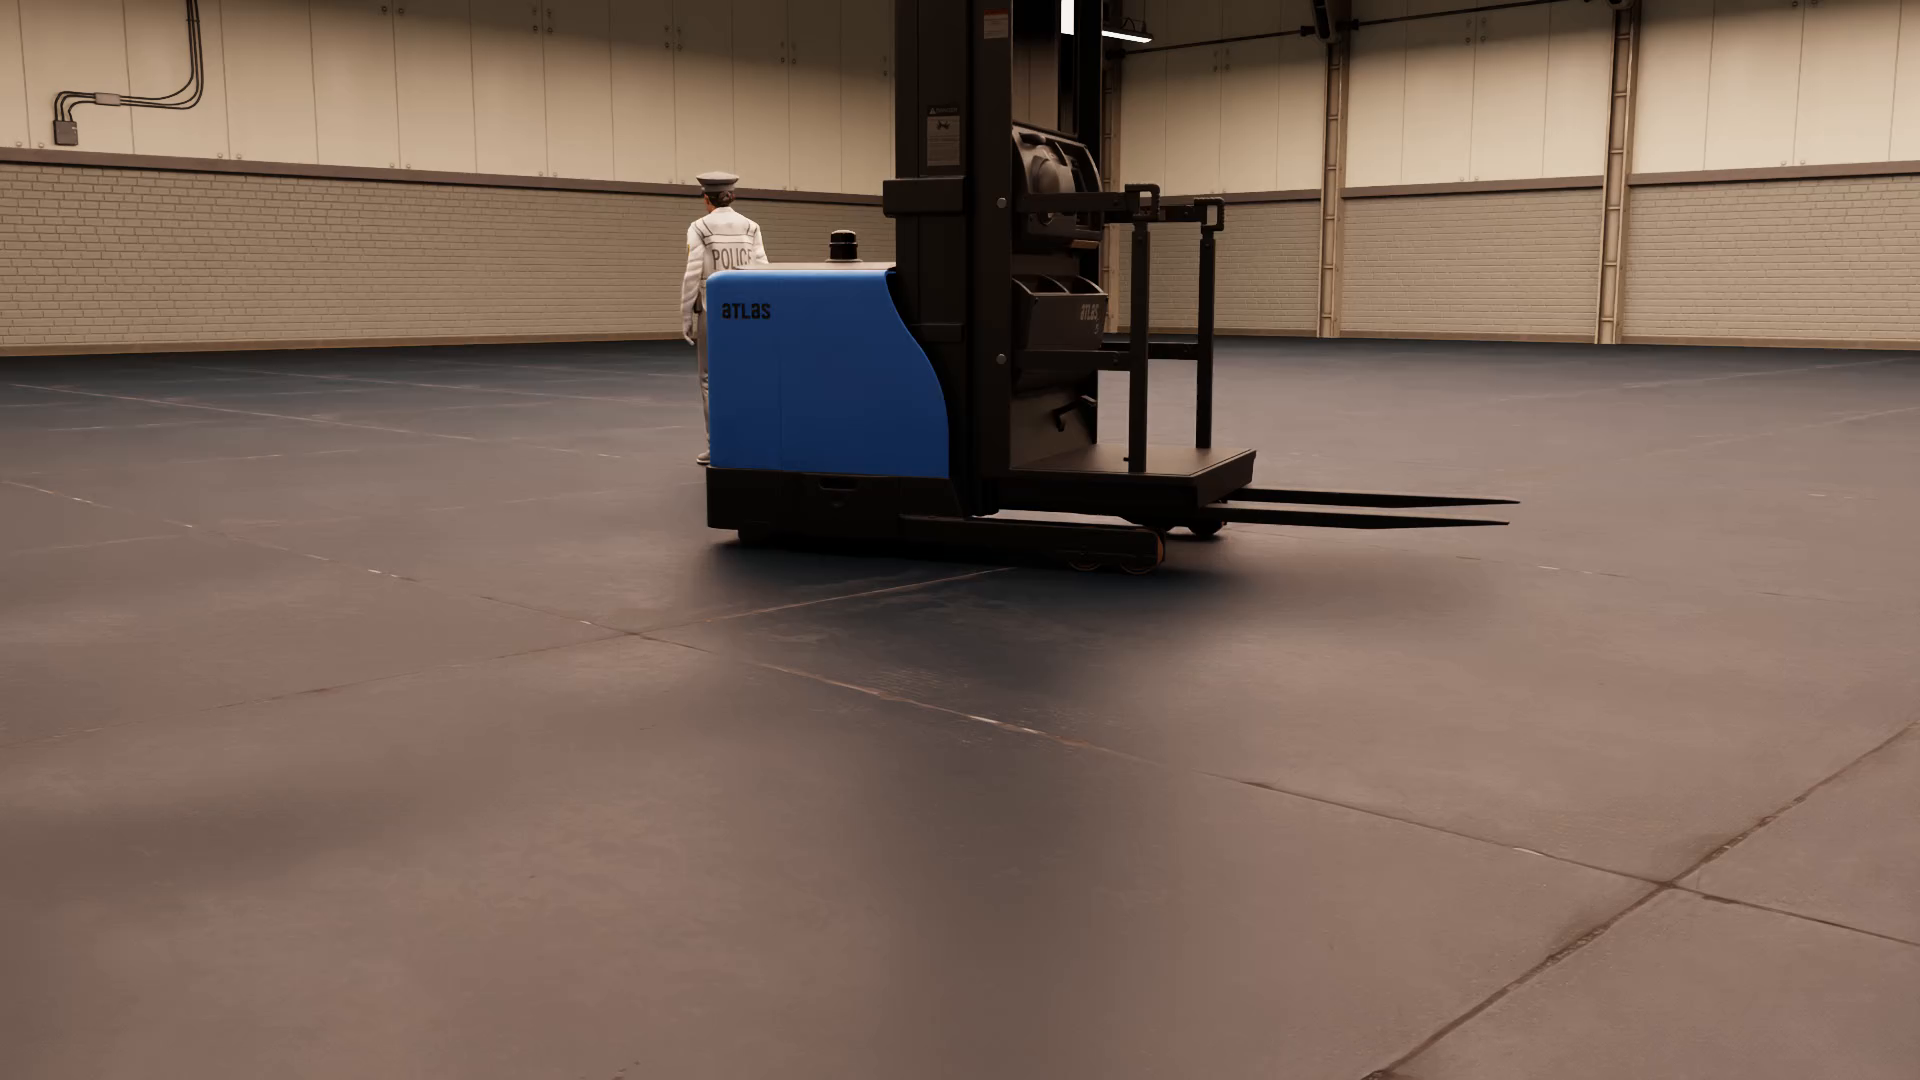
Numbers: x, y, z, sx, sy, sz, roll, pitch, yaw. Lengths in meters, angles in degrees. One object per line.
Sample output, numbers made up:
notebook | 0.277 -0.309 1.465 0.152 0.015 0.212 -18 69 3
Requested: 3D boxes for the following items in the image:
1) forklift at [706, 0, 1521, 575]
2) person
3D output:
forklift | 0.565 -1.416 6.275 3.031 2.935 1.130 3 9 22
person | -1.331 -1.262 9.509 0.547 1.666 0.371 -4 9 -25
